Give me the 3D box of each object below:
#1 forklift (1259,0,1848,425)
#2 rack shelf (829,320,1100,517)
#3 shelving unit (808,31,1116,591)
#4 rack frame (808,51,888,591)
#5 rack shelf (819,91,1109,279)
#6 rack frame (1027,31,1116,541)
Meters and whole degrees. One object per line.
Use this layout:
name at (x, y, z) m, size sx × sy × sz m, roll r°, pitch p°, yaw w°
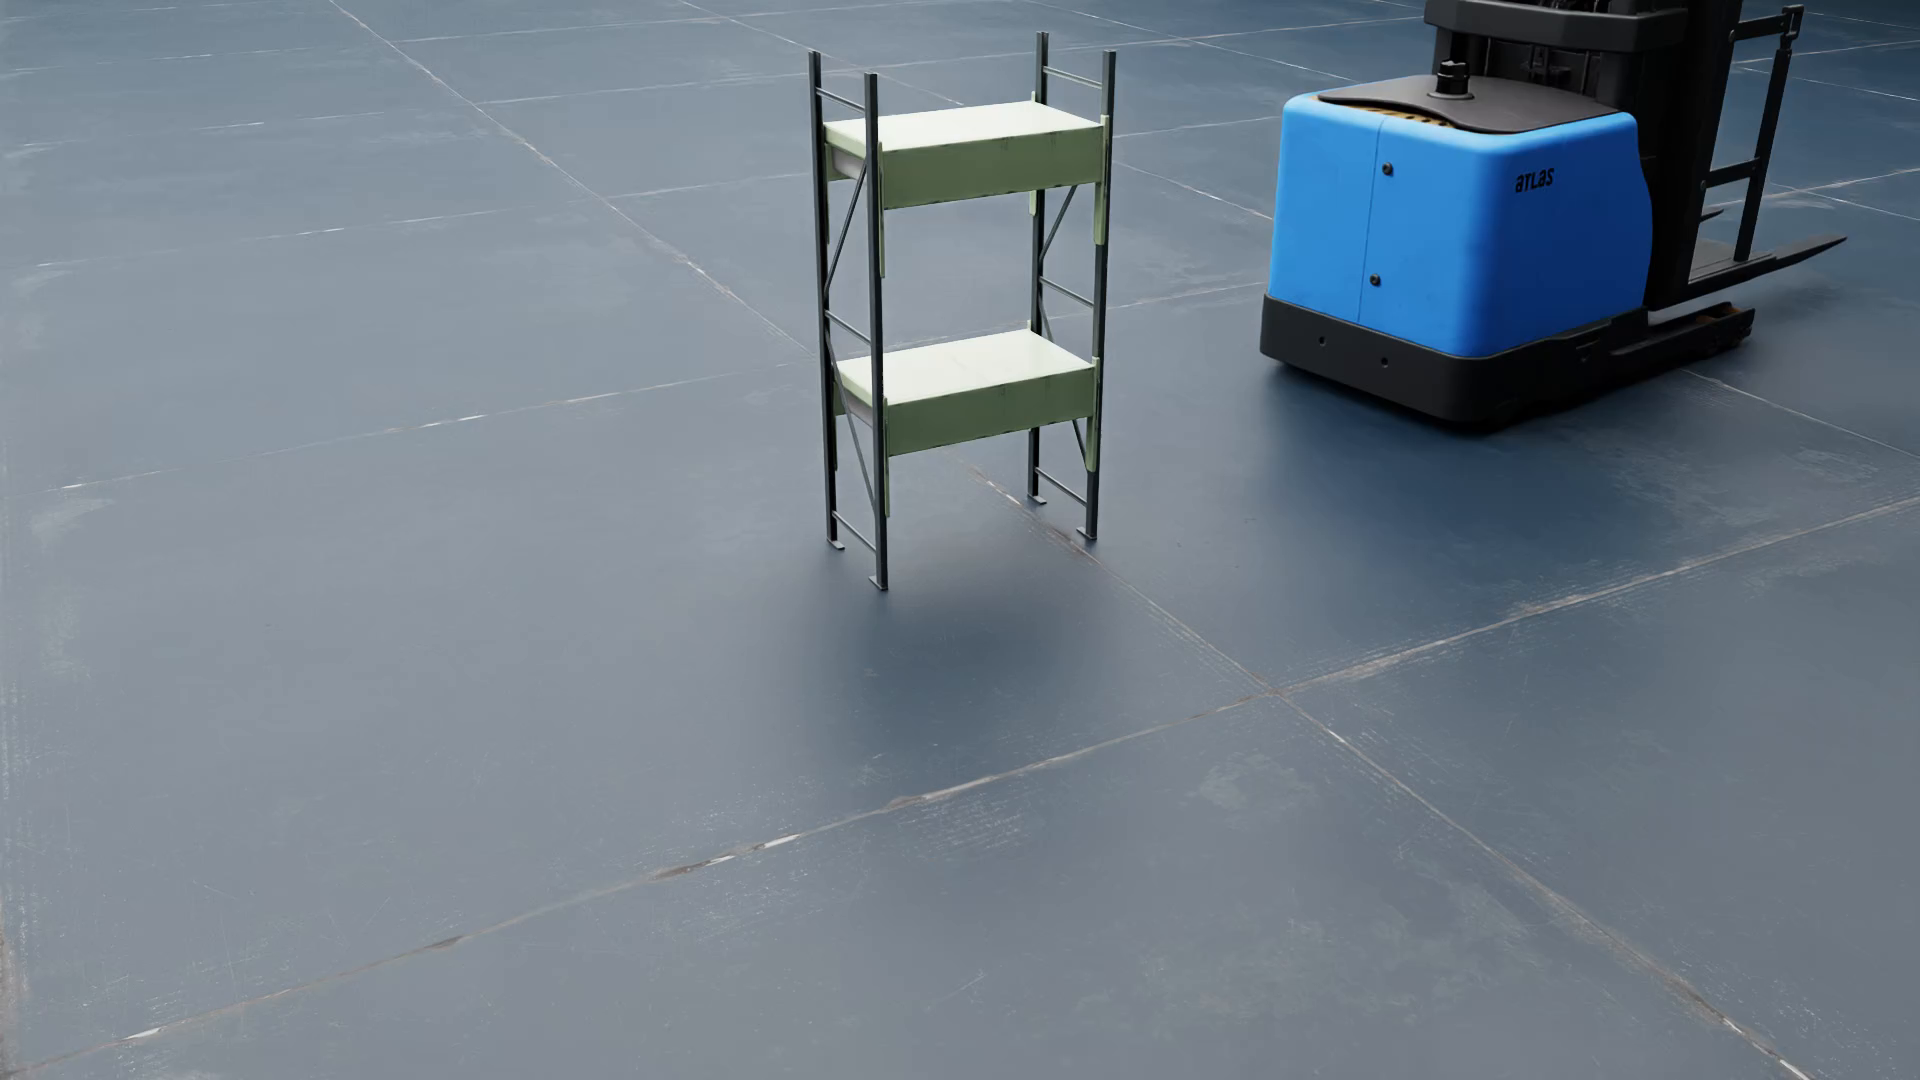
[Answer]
forklift at (2.679, -2.237, 6.523) m, size 3.031 × 2.935 × 1.130 m, roll -18°, pitch 31°, yaw -33°
rack shelf at (0.006, -0.384, 5.069) m, size 0.720 × 0.370 × 0.431 m, roll -13°, pitch 29°, yaw -25°
shelving unit at (0.006, -0.677, 4.928) m, size 0.755 × 1.500 × 0.431 m, roll -13°, pitch 29°, yaw -25°
rack frame at (-0.317, -0.603, 4.773) m, size 0.023 × 1.500 × 0.400 m, roll -13°, pitch 29°, yaw -25°
rack shelf at (0.006, -1.029, 4.759) m, size 0.720 × 0.370 × 0.431 m, roll -13°, pitch 29°, yaw -25°
rack frame at (0.329, -0.752, 5.083) m, size 0.023 × 1.500 × 0.400 m, roll -13°, pitch 29°, yaw -25°
